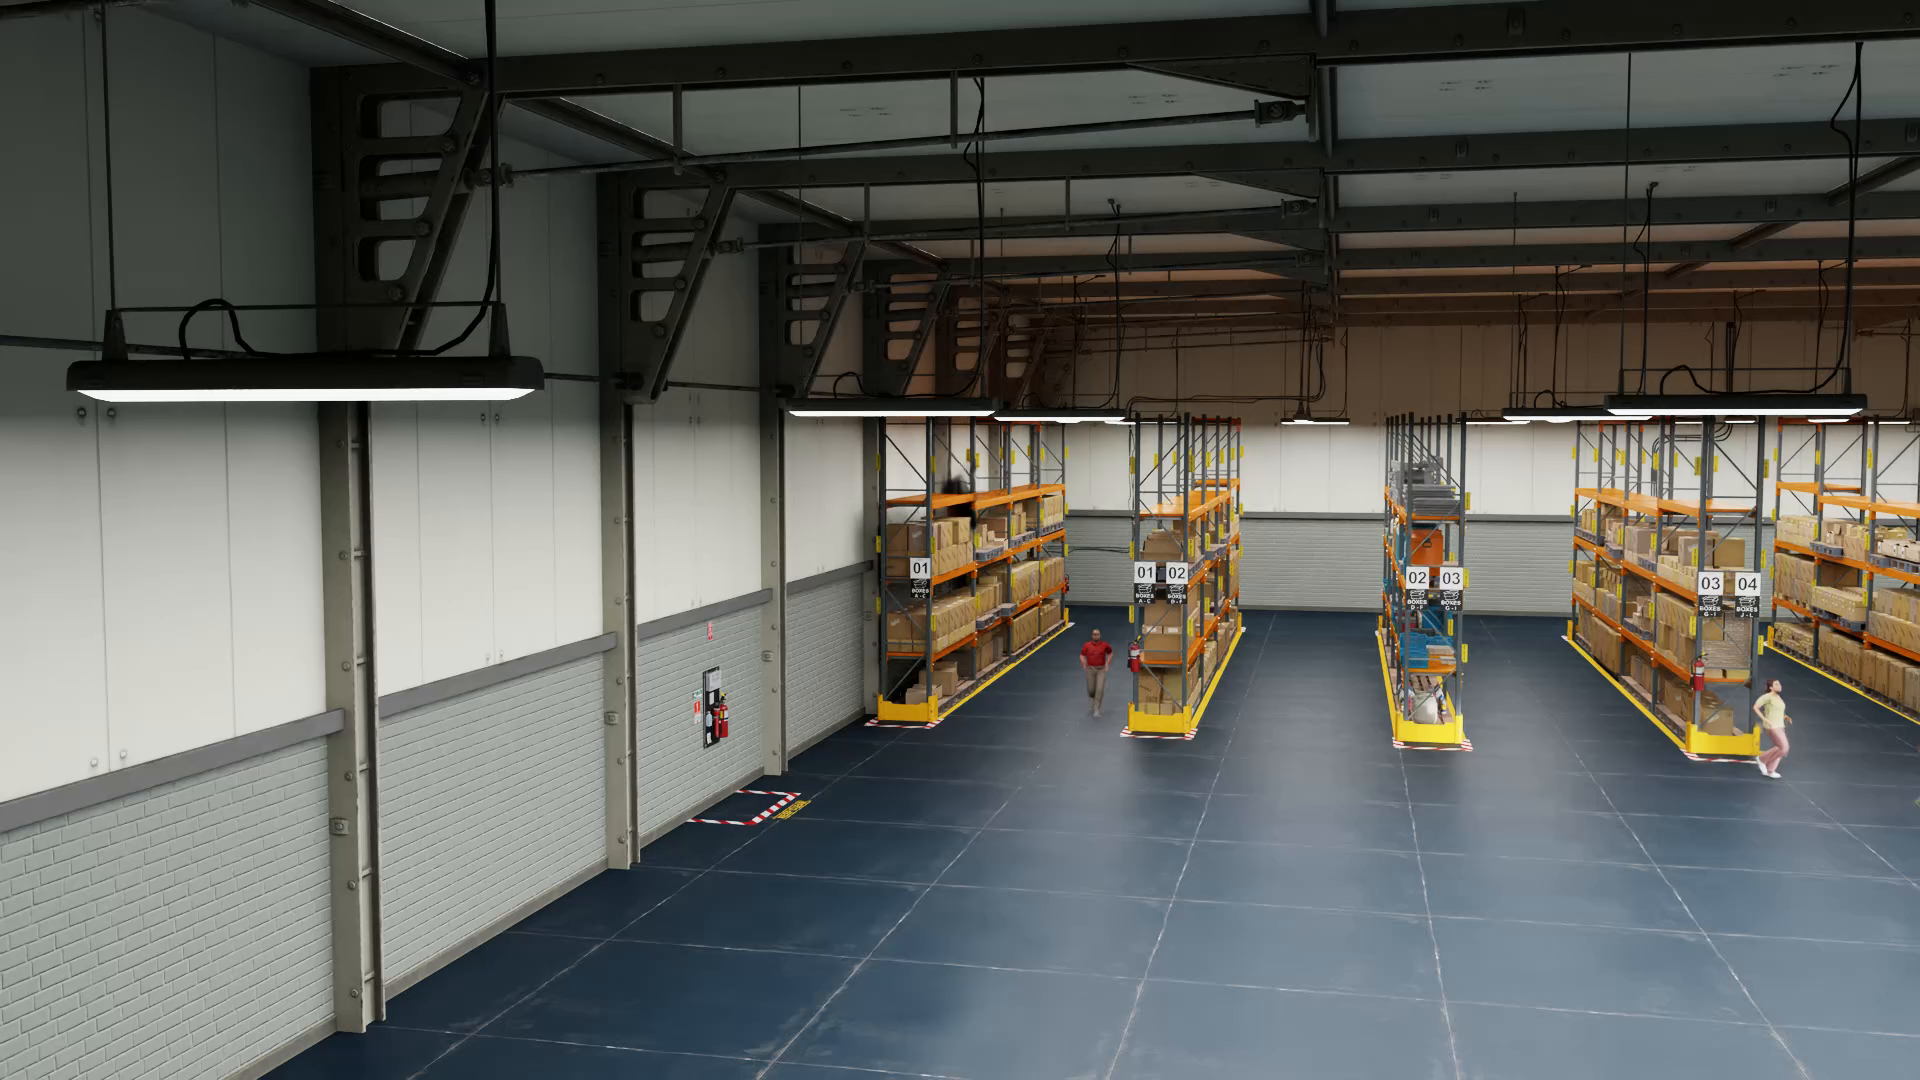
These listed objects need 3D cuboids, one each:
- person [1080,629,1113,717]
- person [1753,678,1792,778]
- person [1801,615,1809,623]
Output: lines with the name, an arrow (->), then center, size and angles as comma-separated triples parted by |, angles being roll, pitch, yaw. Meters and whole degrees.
person -> 2.731, 2.639, 33.261 | 0.663, 1.717, 0.816 | 0, 4, 6
person -> 13.332, 3.079, 27.209 | 0.584, 1.624, 0.514 | -3, 5, -37
person -> 22.778, 1.931, 44.624 | 0.731, 1.571, 0.557 | -3, 5, -38
